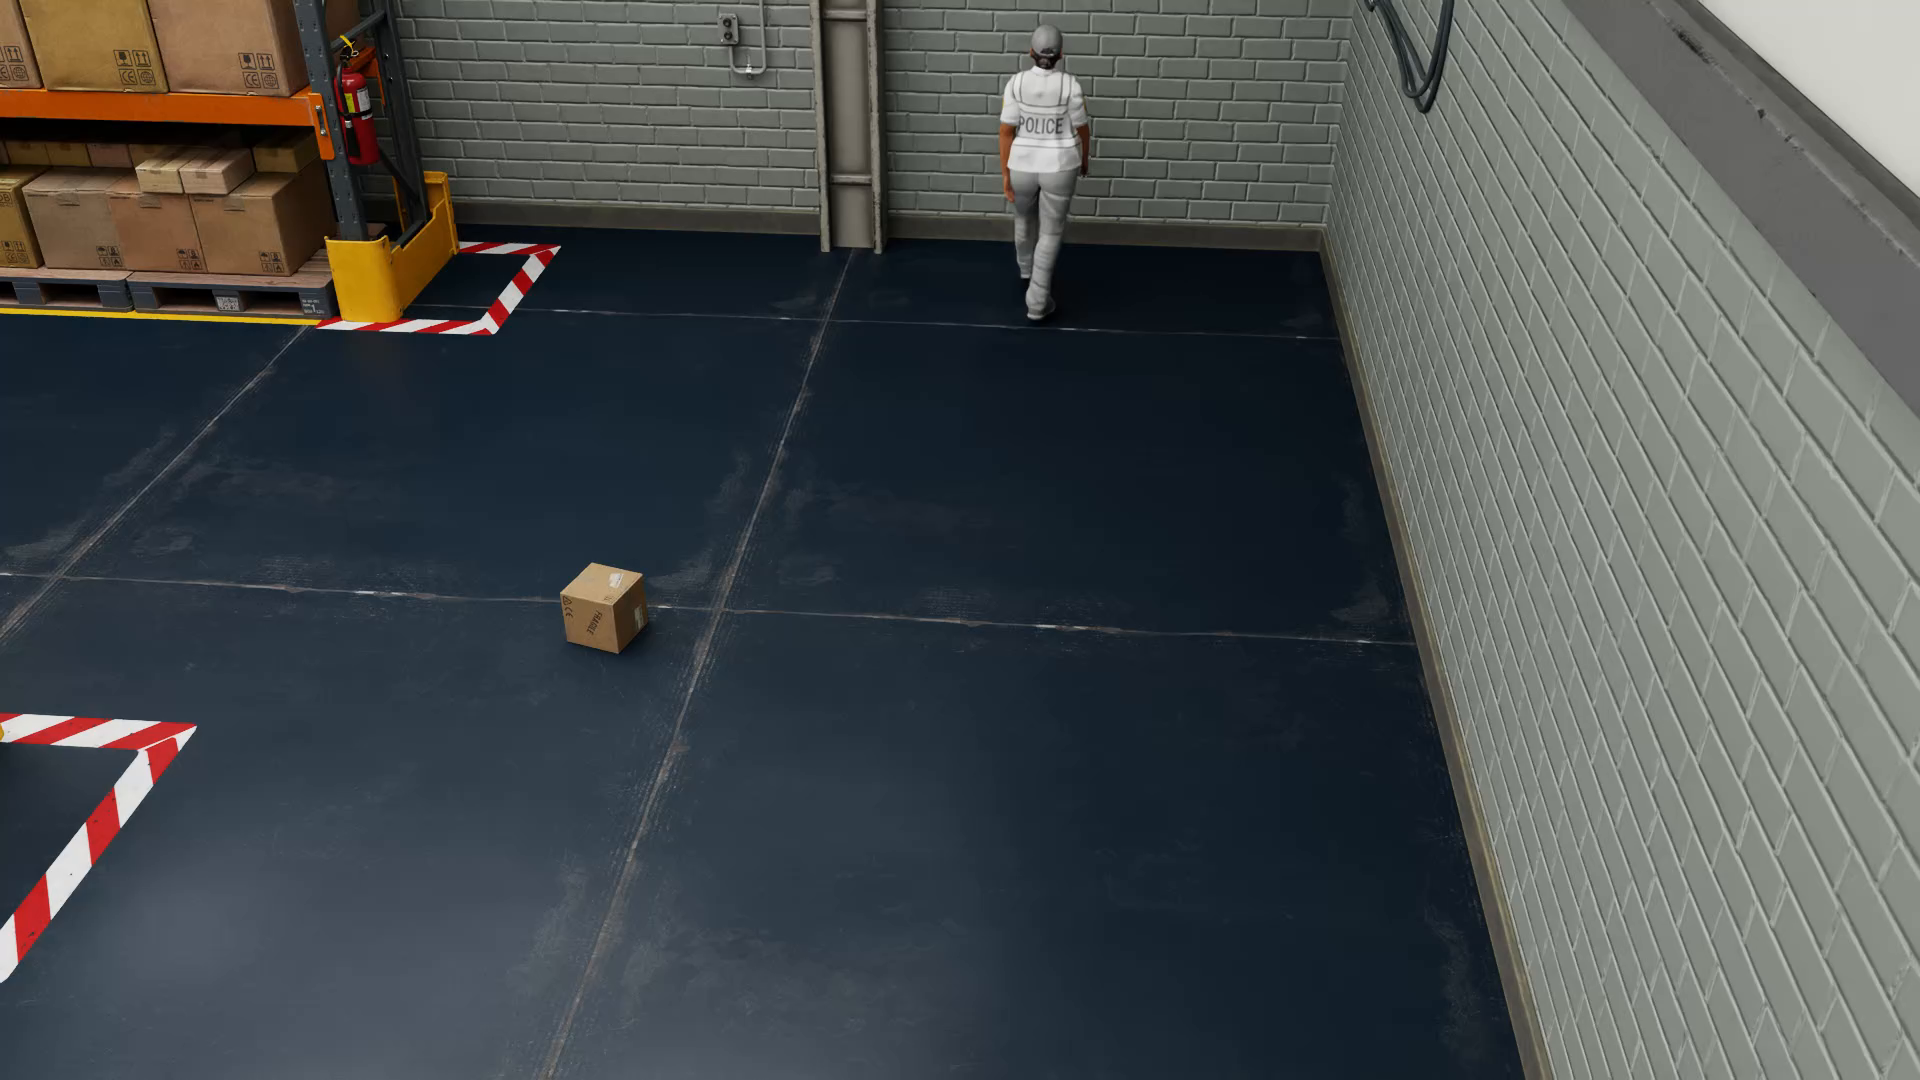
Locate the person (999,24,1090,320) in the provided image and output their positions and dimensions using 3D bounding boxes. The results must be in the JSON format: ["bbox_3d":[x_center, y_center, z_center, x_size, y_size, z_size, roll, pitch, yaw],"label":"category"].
[{"bbox_3d":[0.505,-2.141,9.542,0.478,1.666,0.817,9,33,15],"label":"person"}]
